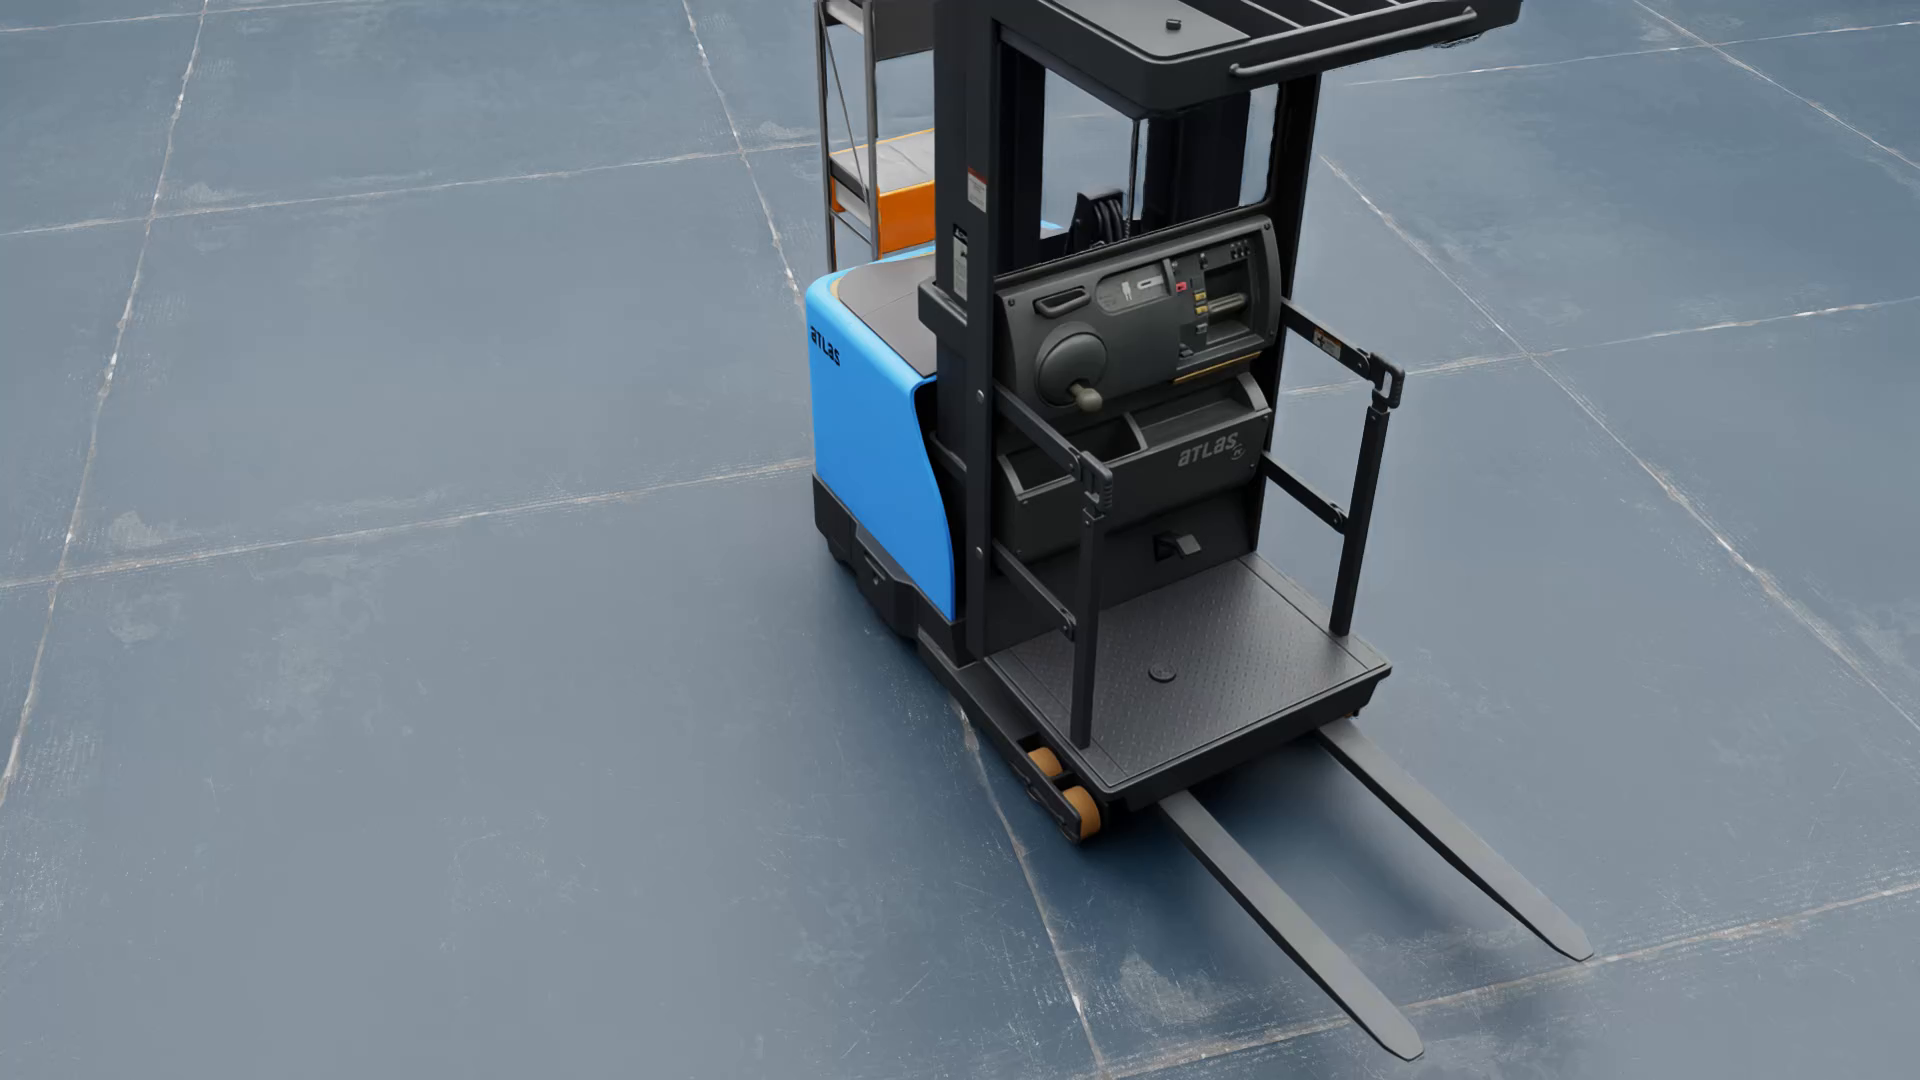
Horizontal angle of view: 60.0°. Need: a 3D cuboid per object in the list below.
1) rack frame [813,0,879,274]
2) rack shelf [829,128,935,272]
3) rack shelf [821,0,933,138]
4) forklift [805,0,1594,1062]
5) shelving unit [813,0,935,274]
[{"bbox_3d":[-0.391,-1.115,5.980,0.015,2.100,0.400,-20,42,-24],"label":"rack frame"},{"bbox_3d":[-0.181,-1.180,6.087,0.480,0.518,0.431,-20,42,-24],"label":"rack shelf"},{"bbox_3d":[-0.181,-1.736,5.662,0.480,0.518,0.431,-20,42,-24],"label":"rack shelf"},{"bbox_3d":[0.641,-0.573,4.587,1.130,2.935,3.031,-20,42,-24],"label":"forklift"},{"bbox_3d":[-0.181,-1.191,6.079,0.503,2.100,0.431,-20,42,-24],"label":"shelving unit"}]
